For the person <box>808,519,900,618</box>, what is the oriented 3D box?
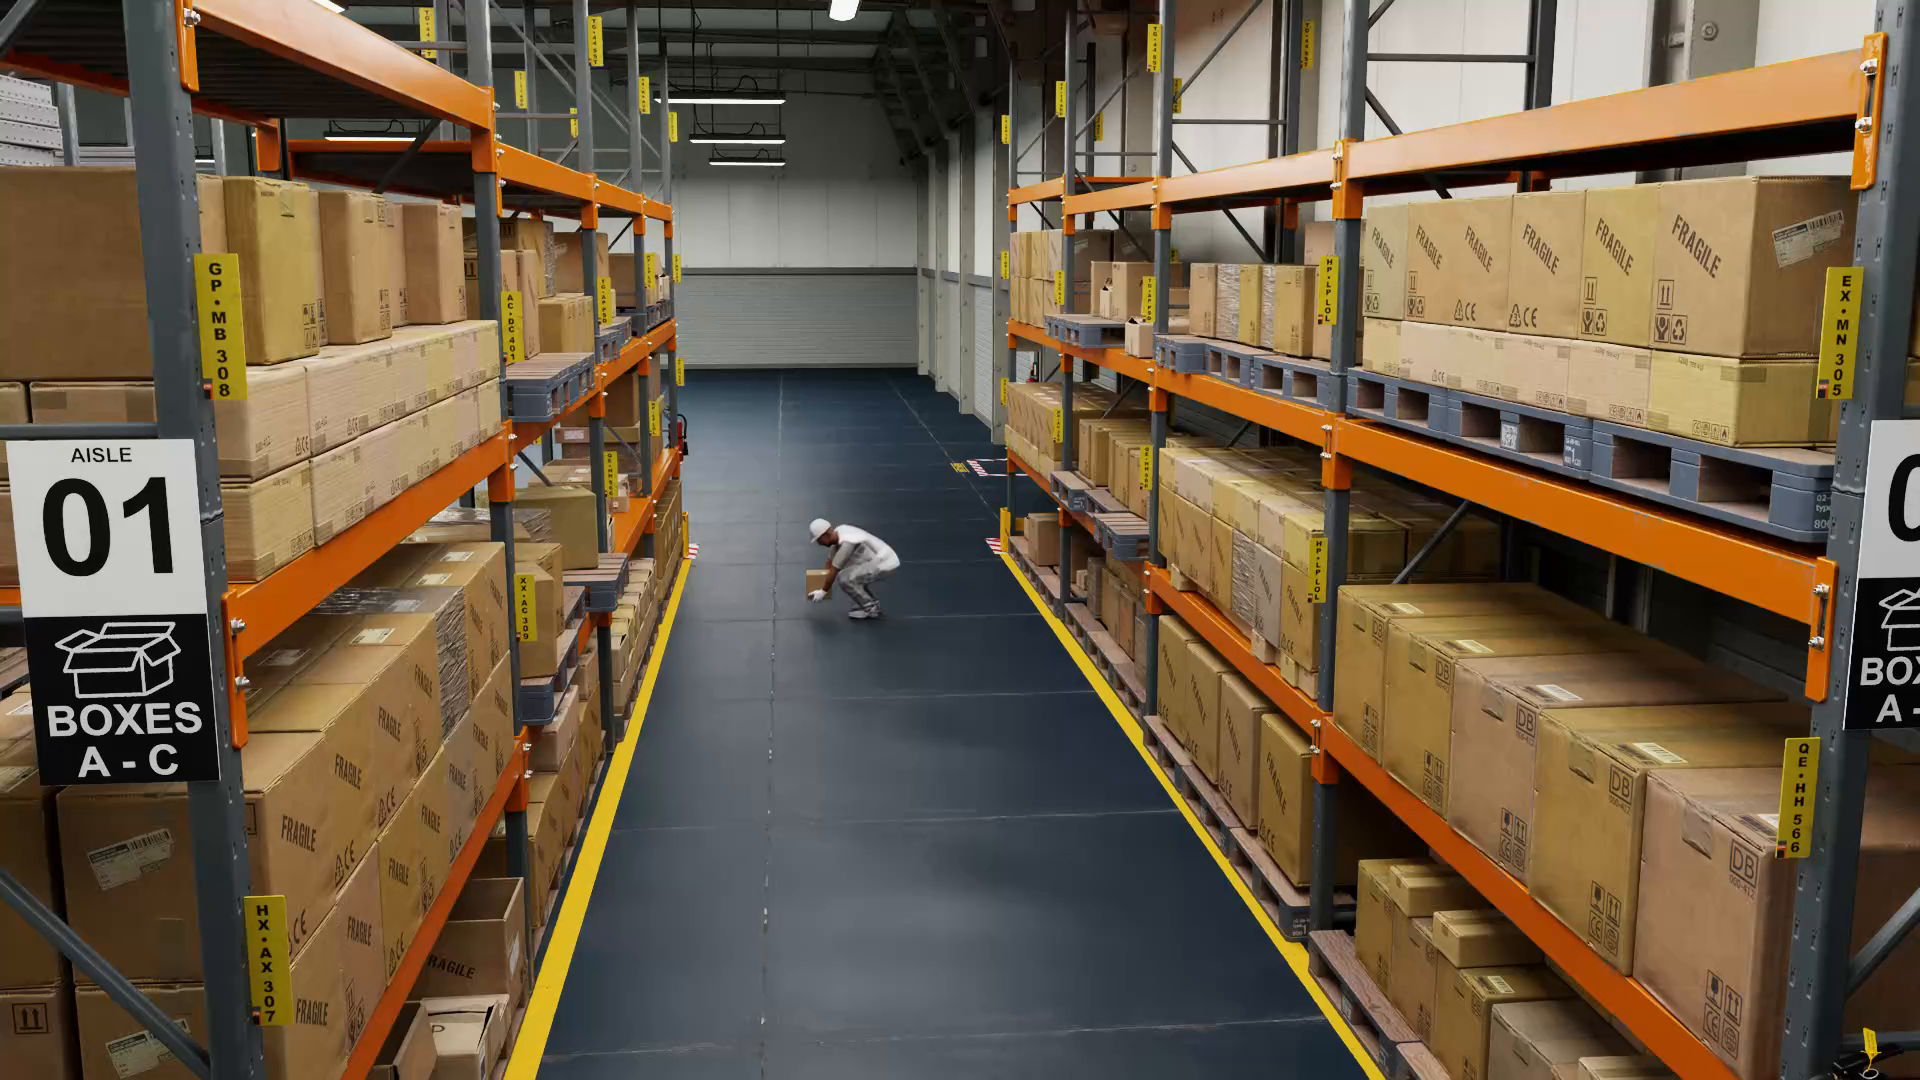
[{"bbox_3d":[-1.062,0.273,16.575,0.924,1.002,0.556,-1,10,-7],"label":"person"}]
